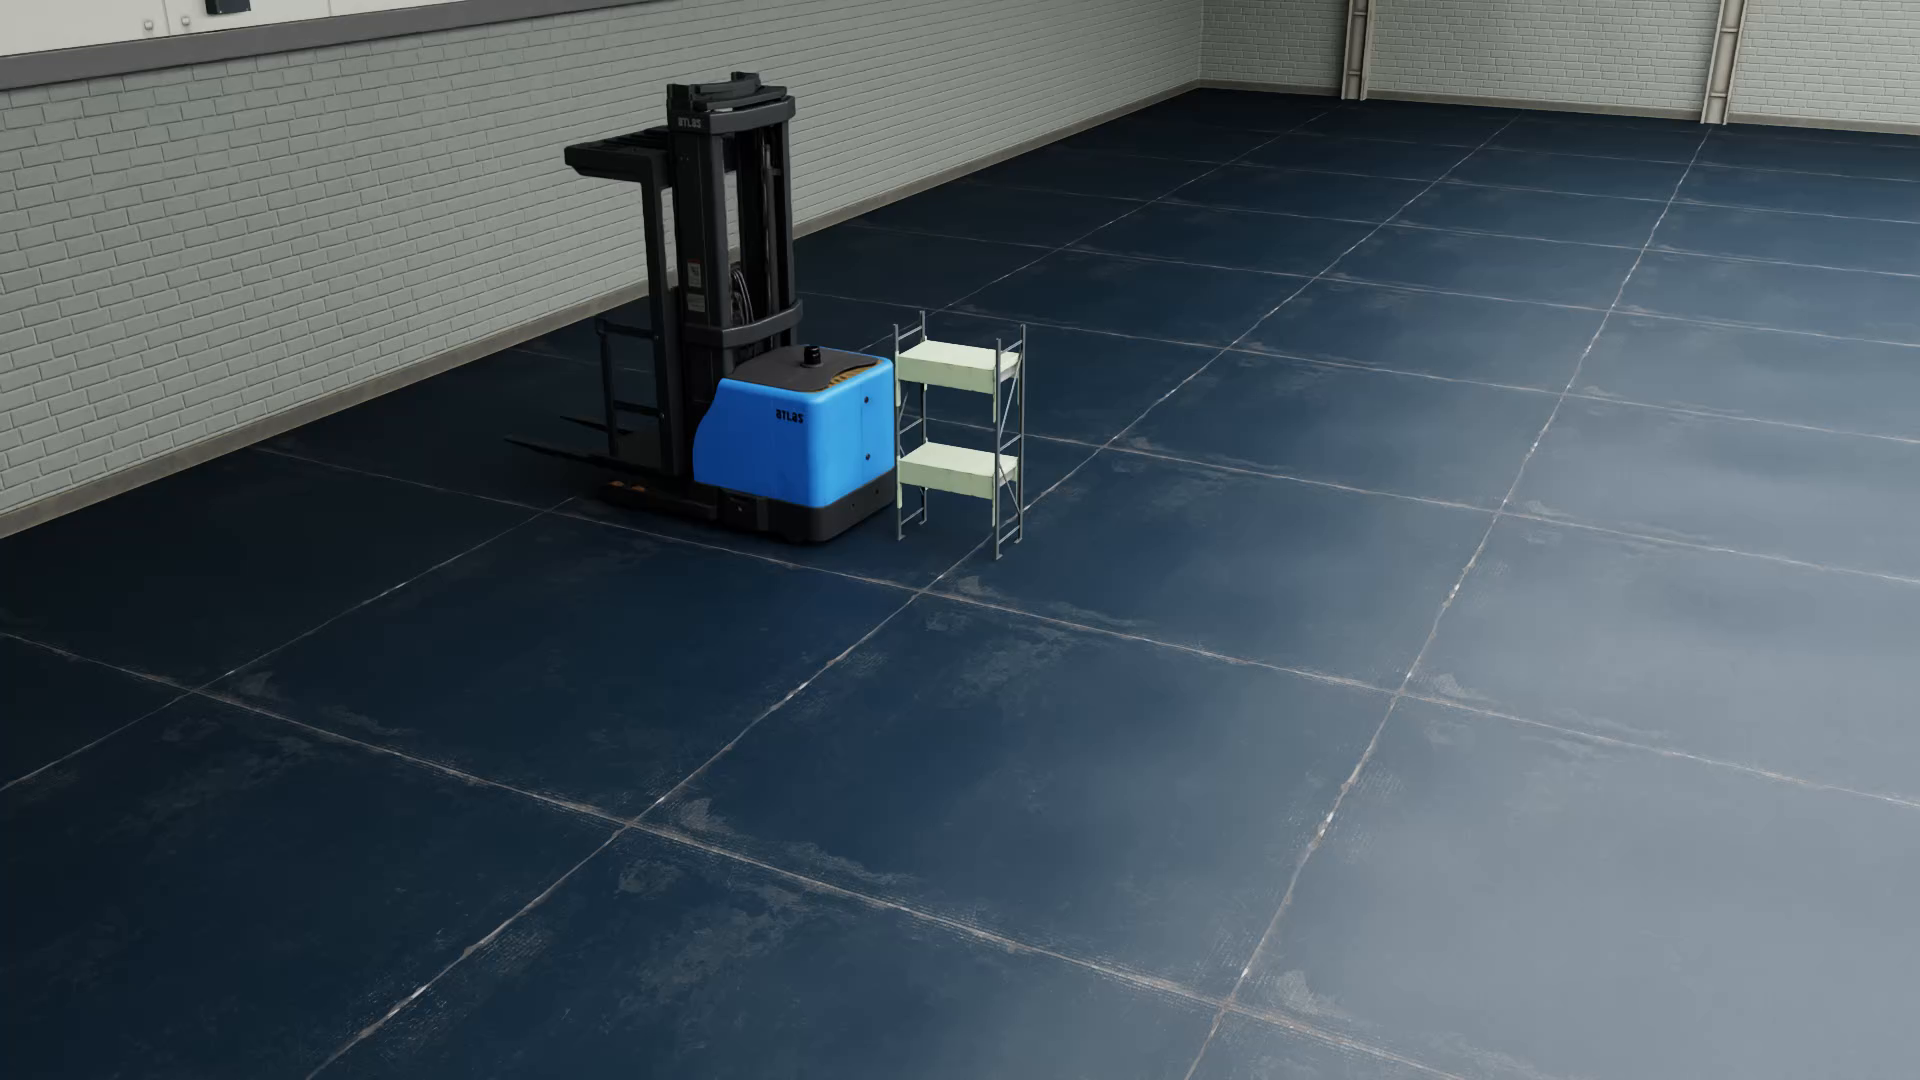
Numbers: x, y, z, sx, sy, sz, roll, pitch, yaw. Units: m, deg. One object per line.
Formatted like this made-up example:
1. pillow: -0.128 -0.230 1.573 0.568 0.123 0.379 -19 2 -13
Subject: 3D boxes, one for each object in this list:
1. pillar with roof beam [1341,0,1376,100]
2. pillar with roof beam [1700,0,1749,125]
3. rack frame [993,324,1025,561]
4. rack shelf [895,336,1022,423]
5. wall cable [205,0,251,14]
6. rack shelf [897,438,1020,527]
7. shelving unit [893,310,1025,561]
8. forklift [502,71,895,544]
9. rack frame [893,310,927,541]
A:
1. pillar with roof beam: 5.150 -10.590 24.652 0.400 9.000 9.100 11 25 25
2. pillar with roof beam: 10.505 -9.530 22.161 0.400 9.000 9.100 11 25 25
3. rack frame: 0.321 -0.627 10.807 0.023 1.500 0.400 11 25 25
4. rack shelf: -0.006 -1.050 10.807 0.720 0.370 0.431 11 25 25
5. wall cable: -4.855 -6.951 11.752 0.169 6.003 2.305 11 25 25
6. rack shelf: -0.006 -0.391 11.087 0.720 0.370 0.431 11 25 25
7. shelving unit: -0.006 -0.691 10.959 0.755 1.500 0.431 11 25 25
8. forklift: -1.962 -1.729 11.572 3.031 2.935 1.130 13 26 27
9. rack frame: -0.333 -0.756 11.111 0.023 1.500 0.400 11 25 25
